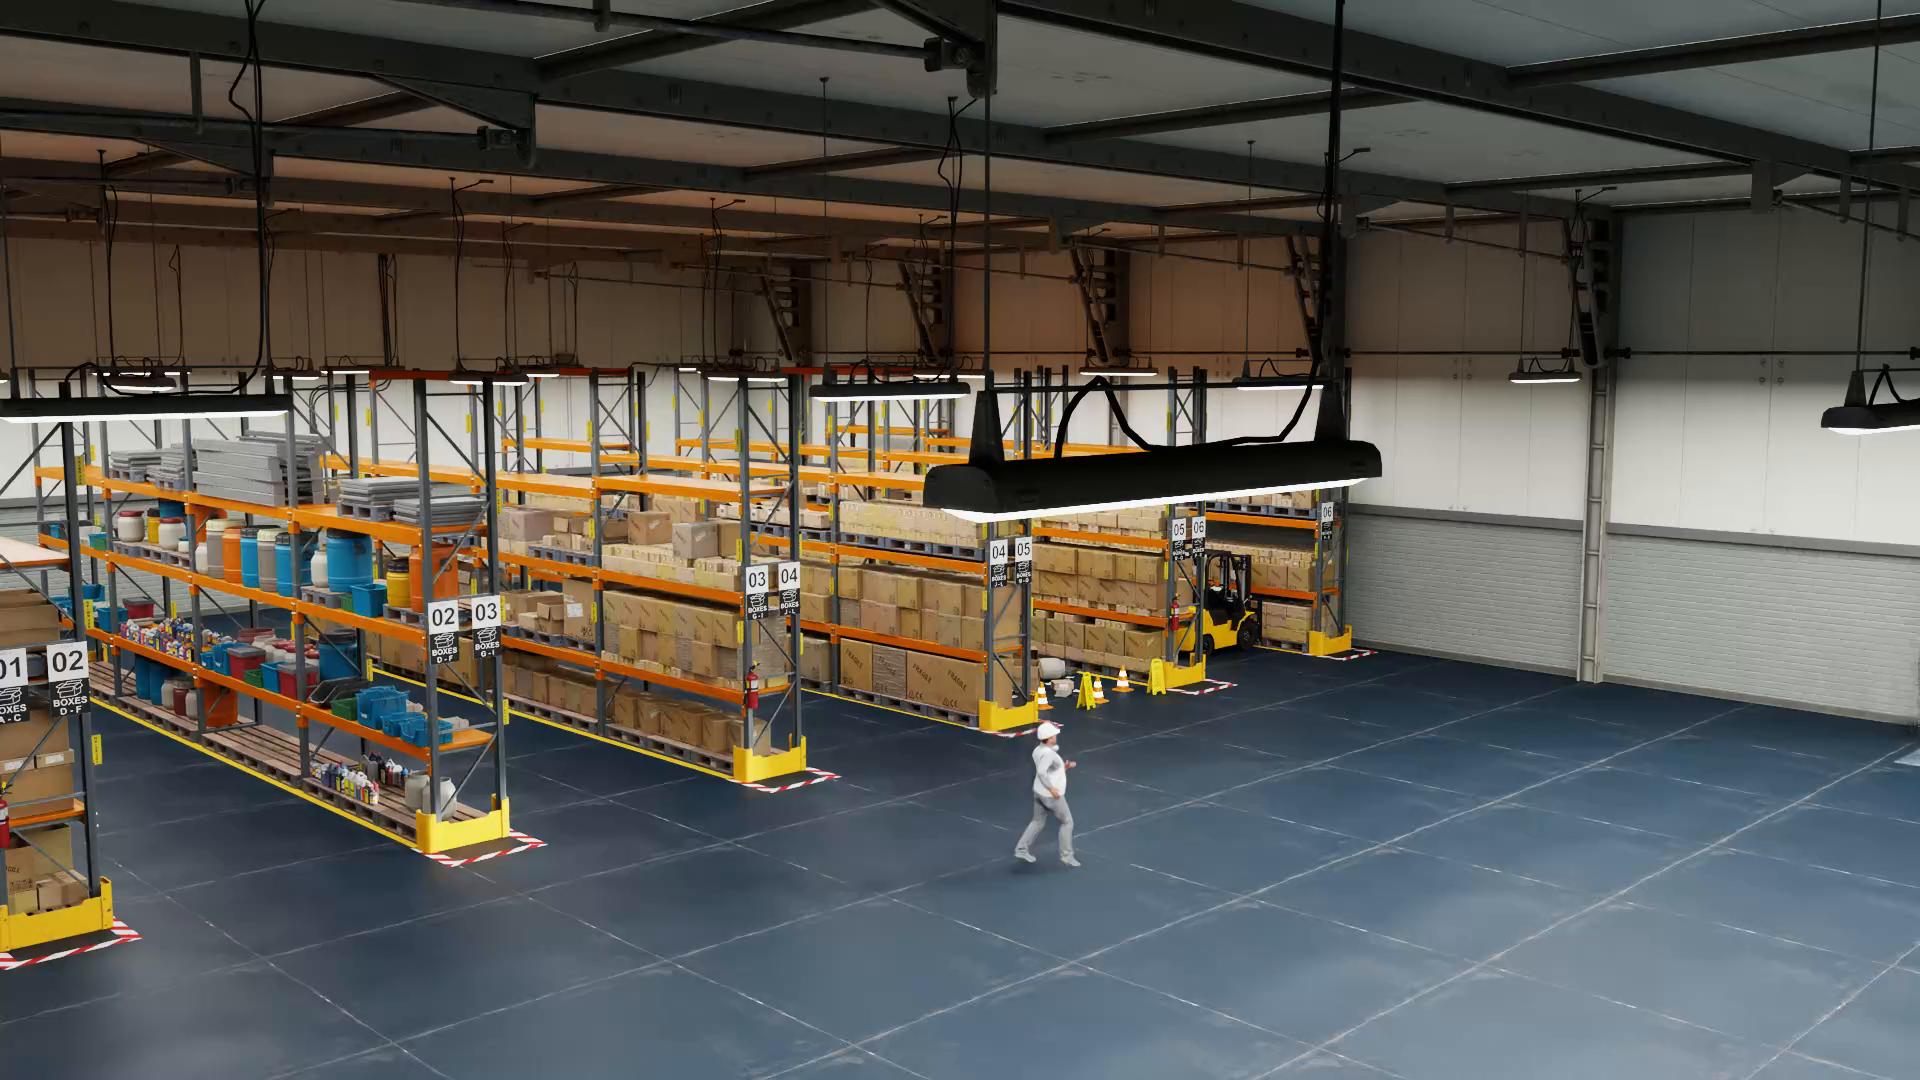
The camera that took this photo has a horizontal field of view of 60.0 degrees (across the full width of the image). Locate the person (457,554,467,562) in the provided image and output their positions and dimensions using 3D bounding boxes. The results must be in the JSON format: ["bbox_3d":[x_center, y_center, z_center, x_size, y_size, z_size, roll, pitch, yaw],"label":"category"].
[{"bbox_3d":[-11.550,1.167,38.277,0.784,1.768,0.789,-2,7,-14],"label":"person"}]

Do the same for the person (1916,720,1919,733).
[{"bbox_3d":[15.841,2.475,26.883,0.607,1.682,0.679,4,8,32],"label":"person"}]

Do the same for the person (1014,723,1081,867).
[{"bbox_3d":[1.080,3.143,20.397,0.825,1.822,0.633,-3,7,-23],"label":"person"}]
